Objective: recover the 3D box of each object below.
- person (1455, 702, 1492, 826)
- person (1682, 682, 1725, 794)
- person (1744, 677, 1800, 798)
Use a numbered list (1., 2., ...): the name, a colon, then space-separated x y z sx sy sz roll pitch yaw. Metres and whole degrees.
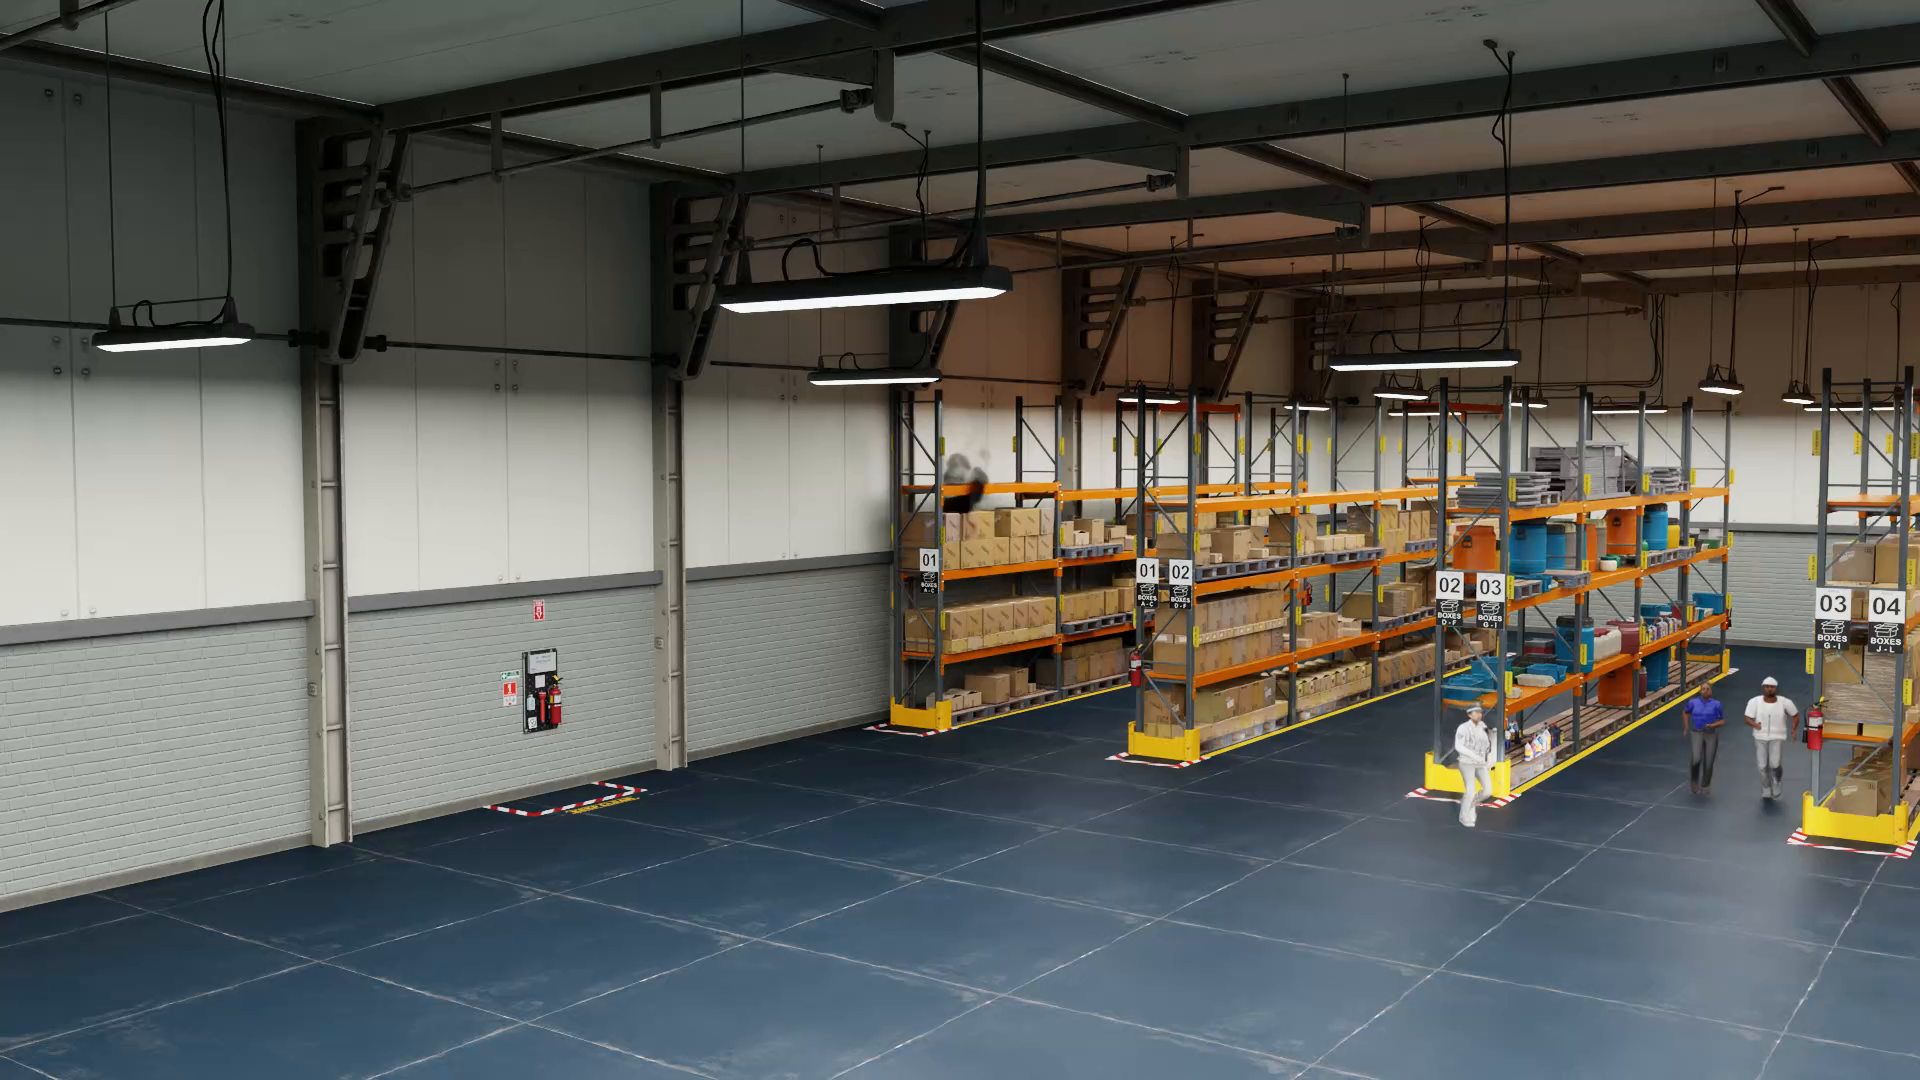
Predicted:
1. person: 6.792 2.941 21.842 0.635 1.657 0.553 -1 3 -21
2. person: 10.620 2.839 23.767 0.552 1.627 0.637 1 4 23
3. person: 11.433 2.803 23.475 0.684 1.725 0.626 2 4 33
